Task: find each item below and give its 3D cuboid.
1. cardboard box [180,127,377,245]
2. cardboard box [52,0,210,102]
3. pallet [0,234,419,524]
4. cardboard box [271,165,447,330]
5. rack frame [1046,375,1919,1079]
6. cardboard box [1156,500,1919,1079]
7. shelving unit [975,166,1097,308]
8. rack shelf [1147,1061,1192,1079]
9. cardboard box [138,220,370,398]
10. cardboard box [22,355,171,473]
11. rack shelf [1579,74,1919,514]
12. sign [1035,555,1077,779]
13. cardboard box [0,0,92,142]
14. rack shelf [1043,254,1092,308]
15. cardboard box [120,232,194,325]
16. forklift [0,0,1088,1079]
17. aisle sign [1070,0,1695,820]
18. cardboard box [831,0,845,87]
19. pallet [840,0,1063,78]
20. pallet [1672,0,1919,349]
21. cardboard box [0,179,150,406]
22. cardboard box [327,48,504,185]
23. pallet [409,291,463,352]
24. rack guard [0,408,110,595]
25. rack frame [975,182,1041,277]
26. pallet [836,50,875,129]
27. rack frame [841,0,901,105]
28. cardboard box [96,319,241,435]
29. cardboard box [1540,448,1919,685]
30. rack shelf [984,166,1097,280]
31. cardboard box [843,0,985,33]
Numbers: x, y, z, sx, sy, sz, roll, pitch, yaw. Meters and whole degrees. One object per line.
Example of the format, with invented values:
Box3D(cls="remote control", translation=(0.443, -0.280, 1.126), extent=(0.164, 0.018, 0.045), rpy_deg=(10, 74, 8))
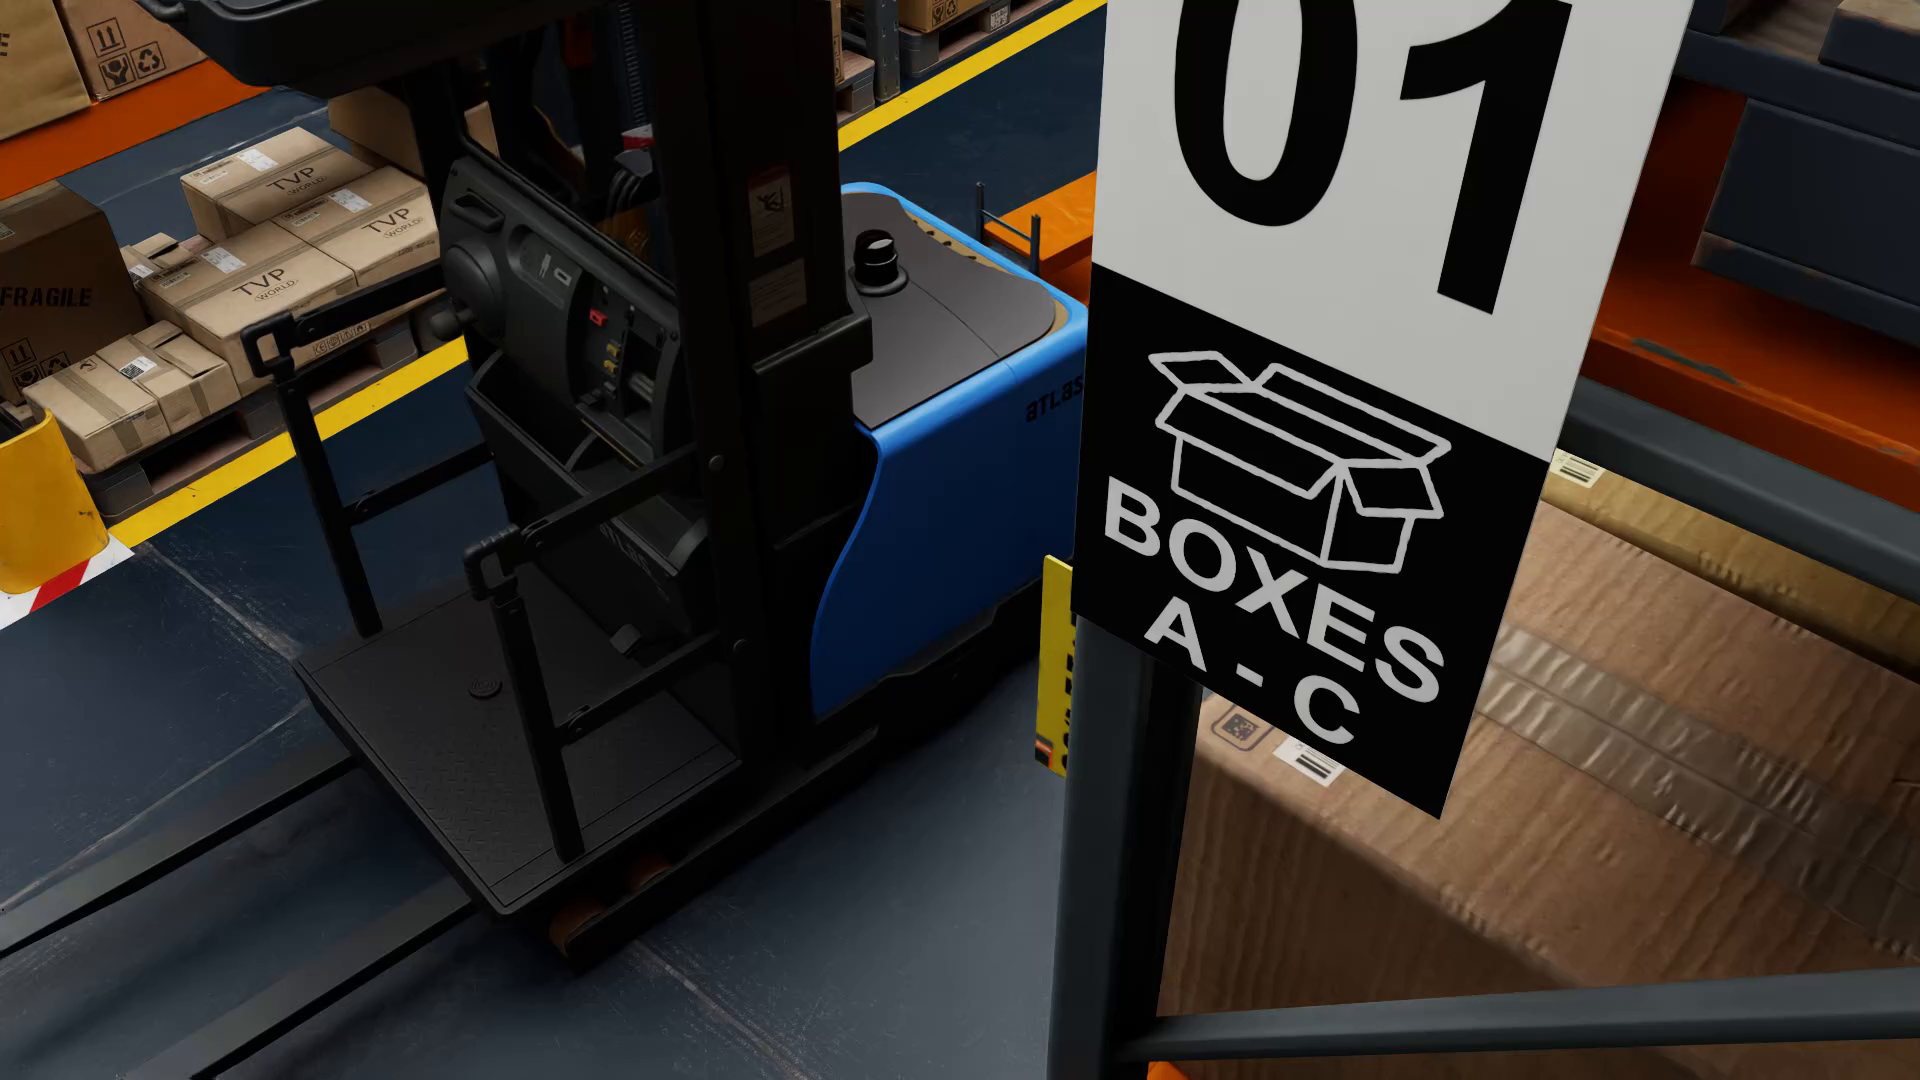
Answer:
Box3D(cls="cardboard box", translation=(-2.465, -1.236, 6.096), extent=(0.500, 0.250, 0.500), rpy_deg=(29, 50, 28))
Box3D(cls="cardboard box", translation=(-2.445, -1.647, 4.757), extent=(0.500, 0.500, 0.500), rpy_deg=(29, 50, 28))
Box3D(cls="pallet", translation=(-2.699, -0.646, 5.804), extent=(1.003, 0.211, 1.213), rpy_deg=(29, 50, 28))
Box3D(cls="cardboard box", translation=(-2.050, -1.045, 5.887), extent=(0.500, 0.250, 0.500), rpy_deg=(29, 50, 28))
Box3D(cls="rack frame", translation=(0.533, 0.915, 2.014), extent=(1.000, 3.000, 0.127), rpy_deg=(29, 50, 28))
Box3D(cls="cardboard box", translation=(0.854, 0.537, 2.207), extent=(0.980, 0.700, 0.700), rpy_deg=(32, 51, 30))
Box3D(cls="shelving unit", translation=(0.310, -0.582, 4.998), extent=(0.503, 1.200, 0.258), rpy_deg=(-31, 51, -30))
Box3D(cls="rack shelf", translation=(1.820, 0.151, 3.389), extent=(1.077, 0.370, 4.000), rpy_deg=(29, 50, 28))
Box3D(cls="cardboard box", translation=(-2.372, -0.788, 5.604), extent=(0.500, 0.250, 0.500), rpy_deg=(29, 50, 28))
Box3D(cls="cardboard box", translation=(-2.728, -0.403, 5.255), extent=(0.380, 0.149, 0.250), rpy_deg=(29, 50, 28))
Box3D(cls="rack shelf", translation=(1.820, -0.958, 2.379), extent=(1.077, 0.370, 4.000), rpy_deg=(29, 50, 28))
Box3D(cls="sign", translation=(0.127, 0.157, 1.811), extent=(0.100, 0.325, 0.005), rpy_deg=(29, 50, 28))
Box3D(cls="cardboard box", translation=(-2.773, -1.379, 4.463), extent=(0.500, 0.500, 0.500), rpy_deg=(31, 50, 29))
Box3D(cls="rack shelf", translation=(0.310, -0.698, 4.893), extent=(0.480, 0.148, 0.258), rpy_deg=(-31, 51, -30))
Box3D(cls="cardboard box", translation=(-2.770, -0.898, 5.787), extent=(0.380, 0.166, 0.250), rpy_deg=(29, 50, 28))
Box3D(cls="forklift", translation=(-1.048, -0.447, 3.563), extent=(3.031, 2.935, 1.130), rpy_deg=(-31, 51, -30))
Box3D(cls="aisle sign", translation=(0.257, -0.140, 1.241), extent=(0.394, 0.787, 0.004), rpy_deg=(29, 50, 28))
Box3D(cls="cardboard box", translation=(-0.836, -2.109, 6.871), extent=(0.500, 0.500, 0.500), rpy_deg=(29, 50, 28))
Box3D(cls="pallet", translation=(-0.192, -2.691, 8.053), extent=(1.003, 0.211, 1.213), rpy_deg=(29, 50, 28))
Box3D(cls="pallet", translation=(1.003, -0.548, 1.460), extent=(1.003, 0.211, 1.213), rpy_deg=(29, 50, 28))
Box3D(cls="cardboard box", translation=(-3.099, -0.852, 5.489), extent=(0.500, 0.500, 0.500), rpy_deg=(29, 50, 28))
Box3D(cls="cardboard box", translation=(-1.891, -1.557, 6.261), extent=(0.797, 0.503, 0.637), rpy_deg=(29, 50, 28))
Box3D(cls="pallet", translation=(-1.914, -1.271, 6.491), extent=(1.003, 0.211, 1.213), rpy_deg=(29, 50, 28))
Box3D(cls="rack guard", translation=(-3.212, -0.342, 5.254), extent=(1.175, 0.500, 0.348), rpy_deg=(29, 50, 28))
Box3D(cls="rack frame", translation=(0.129, -0.472, 4.877), extent=(0.015, 1.200, 0.240), rpy_deg=(-31, 51, -30))
Box3D(cls="pallet", translation=(-1.129, -1.902, 7.185), extent=(1.003, 0.211, 1.213), rpy_deg=(29, 50, 28))
Box3D(cls="rack frame", translation=(-0.686, -3.287, 6.636), extent=(1.000, 3.000, 0.127), rpy_deg=(29, 50, 28))
Box3D(cls="cardboard box", translation=(-2.567, -0.538, 5.391), extent=(0.380, 0.166, 0.250), rpy_deg=(29, 50, 28))
Box3D(cls="cardboard box", translation=(1.314, 0.158, 2.624), extent=(0.980, 0.700, 0.700), rpy_deg=(29, 50, 28))
Box3D(cls="rack shelf", translation=(0.310, -0.873, 4.734), extent=(0.480, 0.148, 0.258), rpy_deg=(-31, 51, -30))
Box3D(cls="cardboard box", translation=(-0.189, -2.669, 7.487), extent=(0.500, 0.500, 0.500), rpy_deg=(27, 49, 27))
